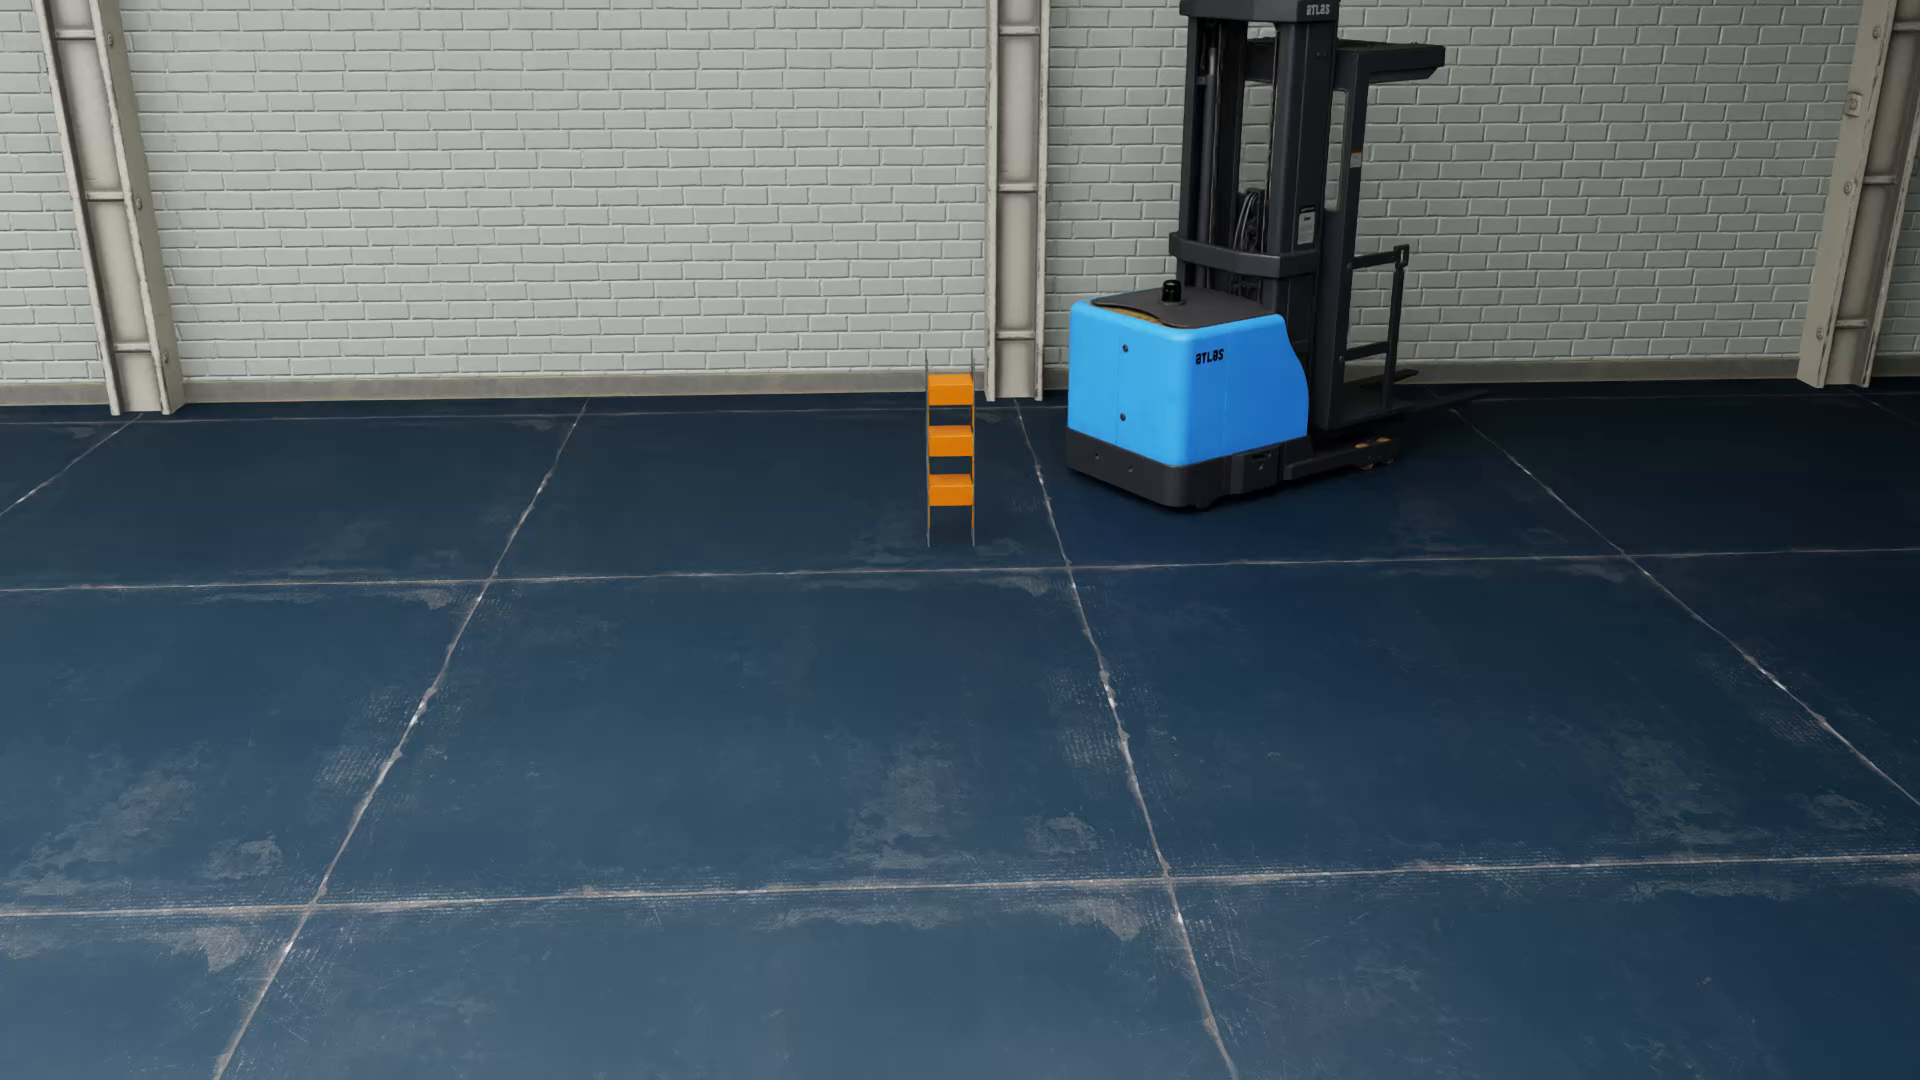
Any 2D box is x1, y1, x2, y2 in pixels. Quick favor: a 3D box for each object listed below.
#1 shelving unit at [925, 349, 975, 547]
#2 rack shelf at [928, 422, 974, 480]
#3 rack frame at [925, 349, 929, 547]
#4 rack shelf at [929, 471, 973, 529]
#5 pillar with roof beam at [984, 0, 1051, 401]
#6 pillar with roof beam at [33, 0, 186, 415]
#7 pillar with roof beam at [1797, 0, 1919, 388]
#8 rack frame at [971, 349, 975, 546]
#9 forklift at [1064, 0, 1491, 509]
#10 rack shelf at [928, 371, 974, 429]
[{"bbox_3d":[-0.053,-0.490,8.931,0.252,1.050,0.215,-1,21,-3],"label":"shelving unit"},{"bbox_3d":[-0.053,-0.480,8.935,0.240,0.259,0.215,-1,21,-3],"label":"rack shelf"},{"bbox_3d":[-0.175,-0.487,8.925,0.008,1.050,0.200,-1,21,-3],"label":"rack frame"},{"bbox_3d":[-0.053,-0.220,9.034,0.240,0.259,0.215,-1,21,-3],"label":"rack shelf"},{"bbox_3d":[0.625,-3.710,6.217,0.400,9.000,9.100,-1,21,-3],"label":"pillar with roof beam"},{"bbox_3d":[-5.365,-3.588,5.897,0.400,9.000,9.100,-1,21,-3],"label":"pillar with roof beam"},{"bbox_3d":[6.615,-3.831,6.537,0.400,9.000,9.100,-1,21,-3],"label":"pillar with roof beam"},{"bbox_3d":[0.068,-0.492,8.938,0.008,1.050,0.200,-1,21,-3],"label":"rack frame"},{"bbox_3d":[2.129,-1.940,10.096,3.031,2.935,1.130,-14,25,-33],"label":"forklift"},{"bbox_3d":[-0.053,-0.745,8.834,0.240,0.259,0.215,-1,21,-3],"label":"rack shelf"}]
